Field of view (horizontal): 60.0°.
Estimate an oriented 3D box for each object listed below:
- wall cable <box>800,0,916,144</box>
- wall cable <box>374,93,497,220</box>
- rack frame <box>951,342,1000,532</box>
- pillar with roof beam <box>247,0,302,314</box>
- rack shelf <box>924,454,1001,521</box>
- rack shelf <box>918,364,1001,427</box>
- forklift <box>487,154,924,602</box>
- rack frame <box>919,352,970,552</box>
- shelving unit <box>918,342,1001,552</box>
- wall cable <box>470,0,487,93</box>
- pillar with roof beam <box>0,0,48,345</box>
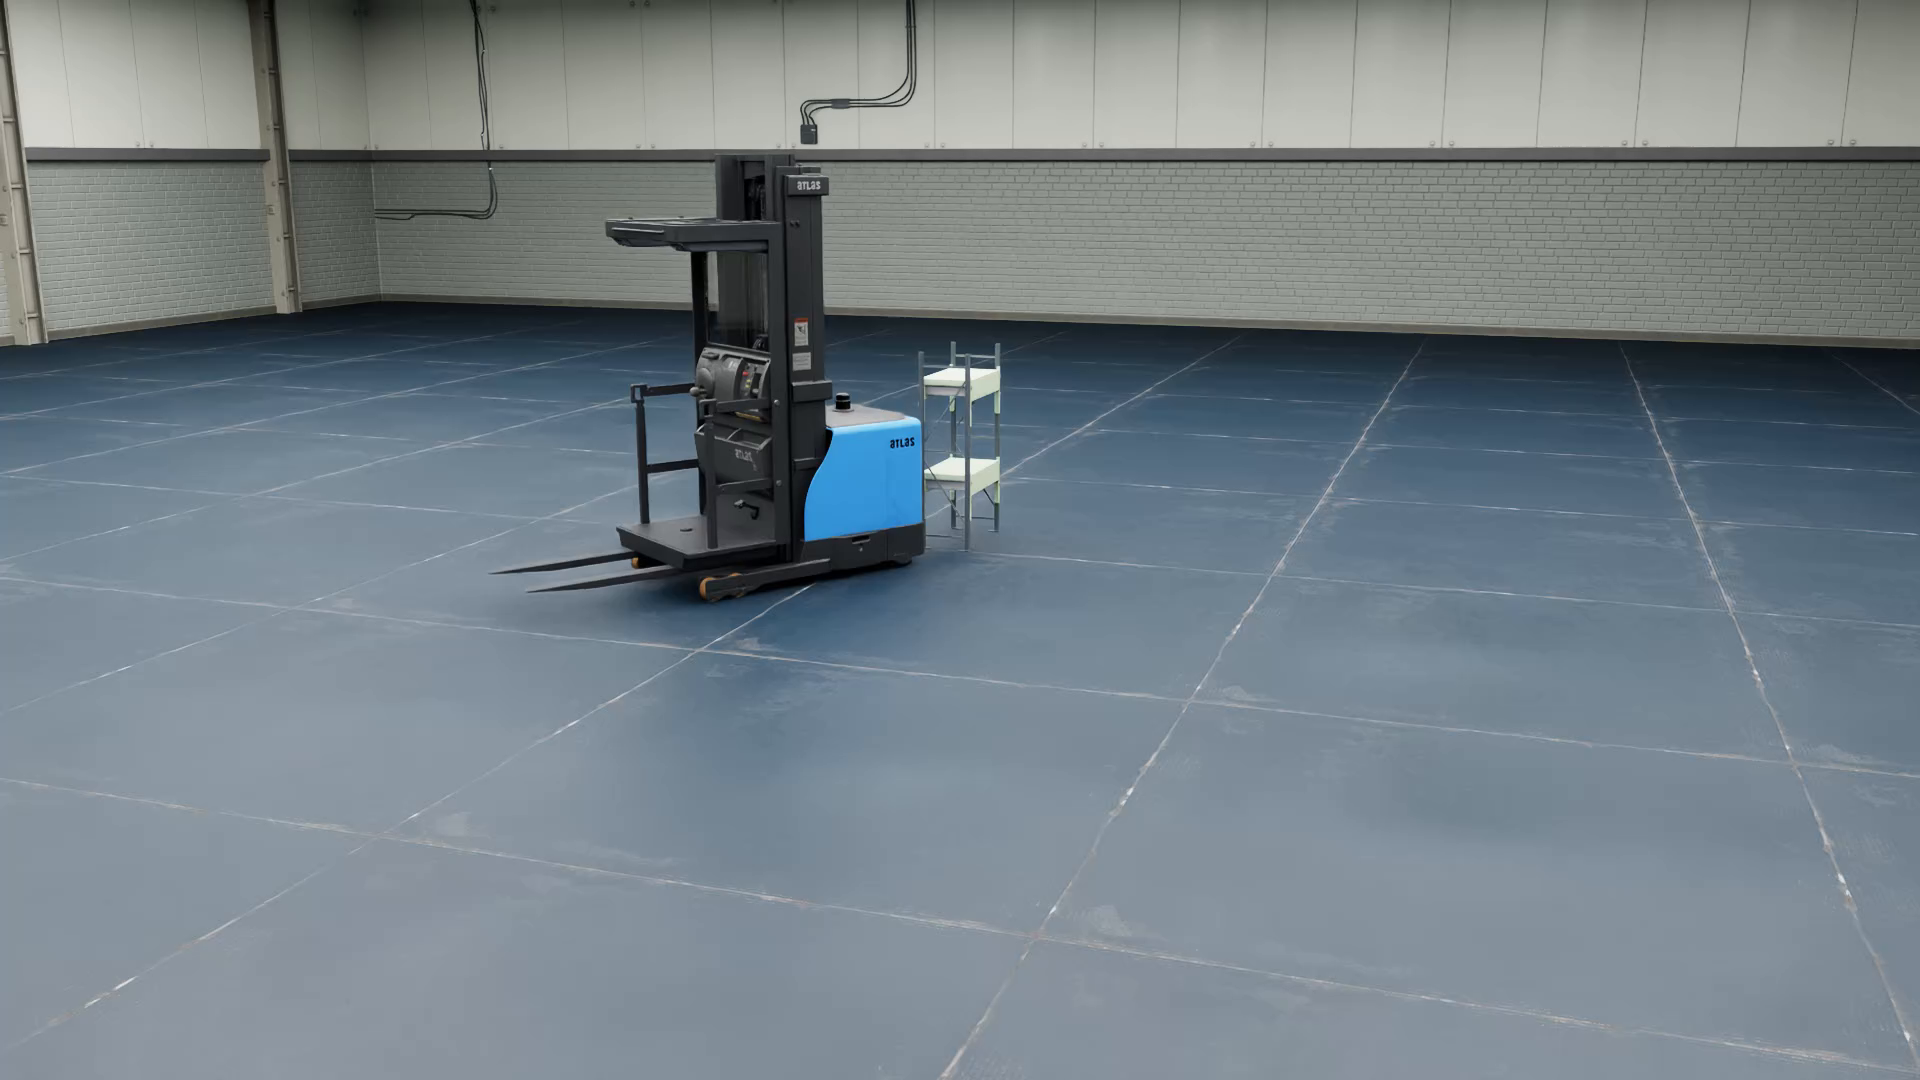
[{"bbox_3d":[-1.904,-10.323,30.351,2.305,6.003,0.169,4,14,18],"label":"wall cable"},{"bbox_3d":[-10.882,-7.838,34.085,3.097,2.526,0.112,4,14,18],"label":"wall cable"},{"bbox_3d":[0.121,-0.810,13.165,0.400,1.500,0.023,4,14,18],"label":"rack frame"},{"bbox_3d":[-9.013,-8.517,30.081,9.100,9.000,0.400,4,14,18],"label":"pillar with roof beam"},{"bbox_3d":[0.002,-0.415,12.900,0.431,0.370,0.720,4,14,18],"label":"rack shelf"},{"bbox_3d":[0.002,-1.113,12.740,0.431,0.370,0.720,4,14,18],"label":"rack shelf"},{"bbox_3d":[-1.744,-1.147,11.426,3.031,2.935,1.130,-10,16,-36],"label":"forklift"},{"bbox_3d":[-0.116,-0.656,12.490,0.400,1.500,0.023,4,14,18],"label":"rack frame"},{"bbox_3d":[0.002,-0.733,12.827,0.431,1.500,0.755,4,14,18],"label":"shelving unit"},{"bbox_3d":[-8.322,-10.106,32.669,3.097,2.526,0.112,4,14,18],"label":"wall cable"},{"bbox_3d":[-10.954,-7.254,24.546,9.100,9.000,0.400,4,14,18],"label":"pillar with roof beam"}]
